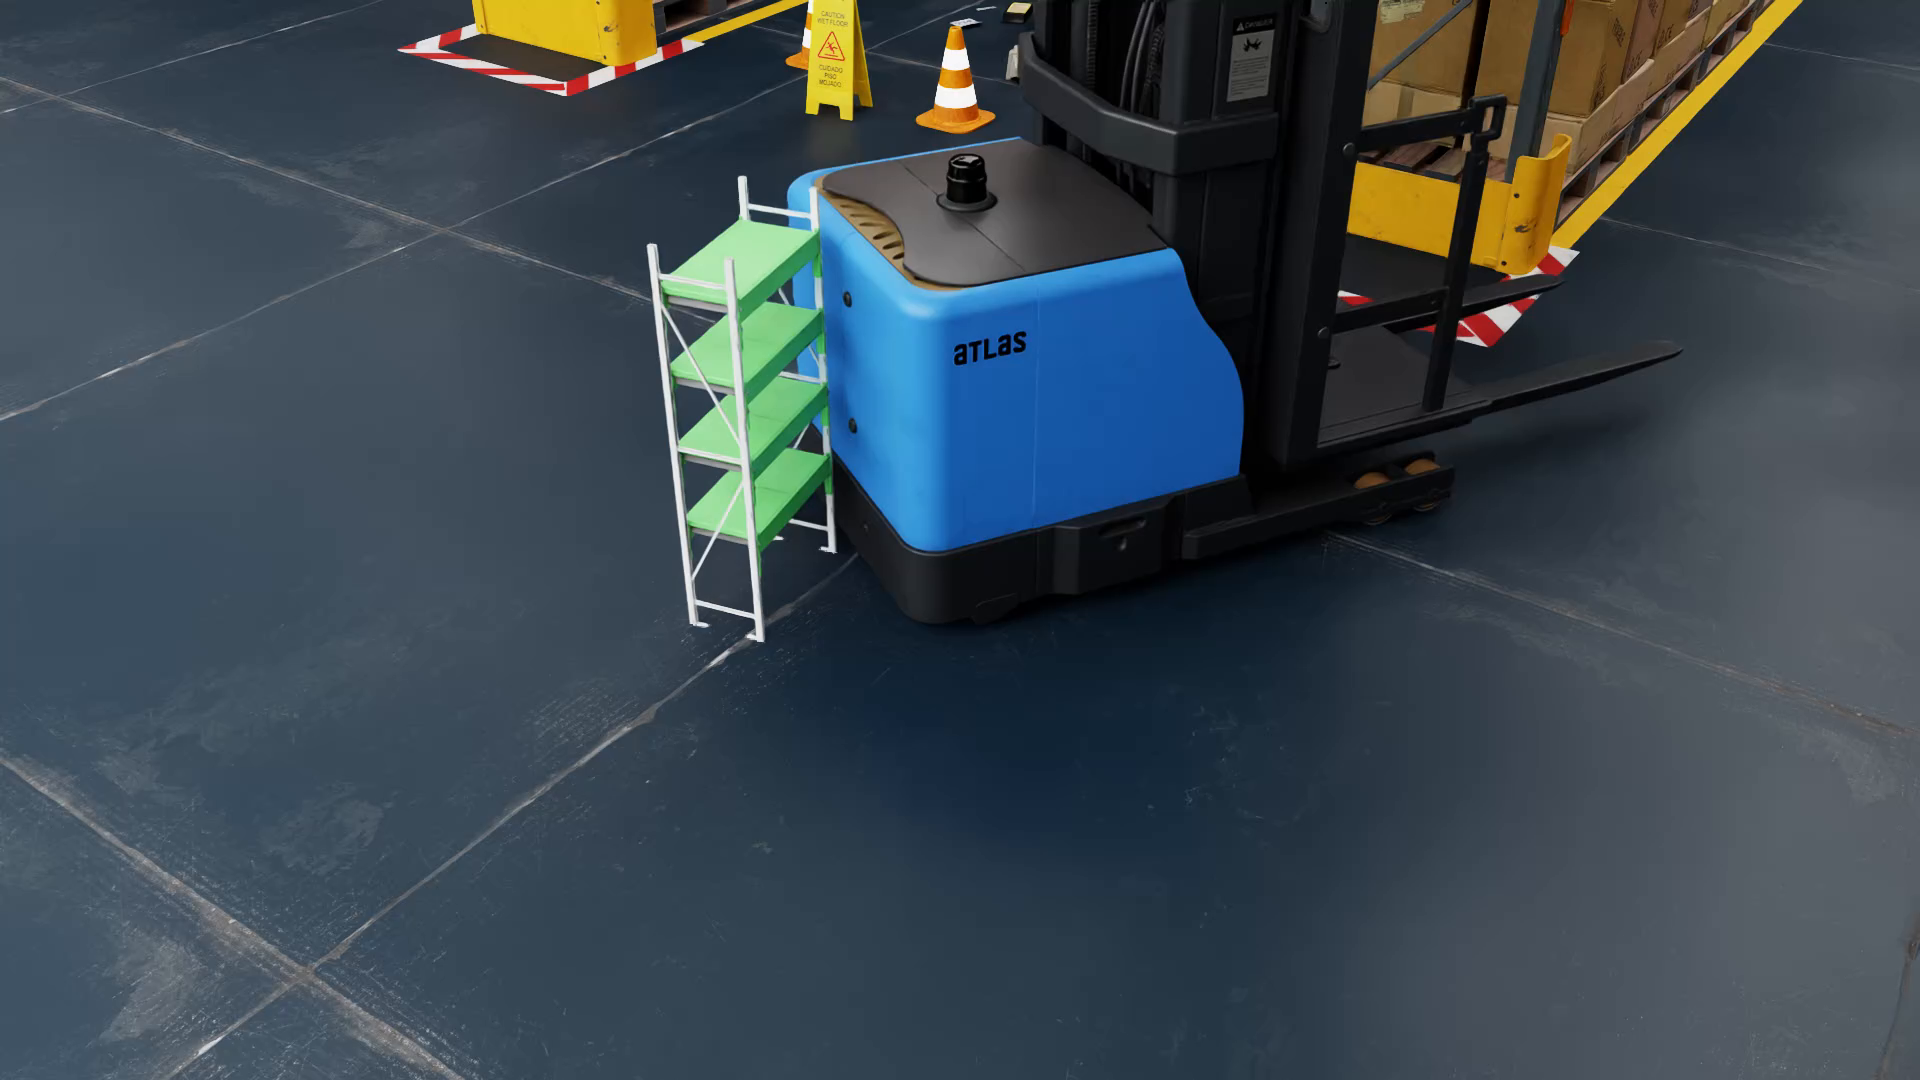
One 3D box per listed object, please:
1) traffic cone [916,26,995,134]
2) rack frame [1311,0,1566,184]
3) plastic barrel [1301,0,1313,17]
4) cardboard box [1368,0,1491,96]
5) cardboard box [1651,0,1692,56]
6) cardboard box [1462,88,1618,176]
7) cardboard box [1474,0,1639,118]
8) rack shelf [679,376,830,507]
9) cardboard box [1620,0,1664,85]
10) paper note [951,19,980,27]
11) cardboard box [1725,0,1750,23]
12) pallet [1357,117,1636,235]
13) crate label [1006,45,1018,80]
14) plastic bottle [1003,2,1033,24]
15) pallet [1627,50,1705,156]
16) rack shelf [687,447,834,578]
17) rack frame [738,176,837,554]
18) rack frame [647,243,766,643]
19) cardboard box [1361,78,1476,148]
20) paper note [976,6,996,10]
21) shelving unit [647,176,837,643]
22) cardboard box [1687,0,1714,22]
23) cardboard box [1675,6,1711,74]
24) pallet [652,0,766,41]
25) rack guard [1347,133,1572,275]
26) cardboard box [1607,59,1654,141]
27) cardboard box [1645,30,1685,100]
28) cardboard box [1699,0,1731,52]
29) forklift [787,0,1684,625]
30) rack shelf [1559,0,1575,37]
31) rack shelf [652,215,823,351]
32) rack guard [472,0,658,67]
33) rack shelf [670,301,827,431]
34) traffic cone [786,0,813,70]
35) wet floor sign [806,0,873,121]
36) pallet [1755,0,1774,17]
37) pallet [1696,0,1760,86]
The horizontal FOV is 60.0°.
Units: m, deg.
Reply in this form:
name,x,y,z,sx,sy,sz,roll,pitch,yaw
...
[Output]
name,x,y,z,sx,sy,sz,roll,pitch,yaw
traffic cone,-0.021,-2.309,8.251,0.336,0.463,0.334,21,39,28
rack frame,1.899,-2.552,6.346,1.000,3.000,0.127,21,39,28
plastic barrel,1.833,-2.919,9.188,0.421,0.421,0.512,-9,35,-13
cardboard box,2.142,-2.349,7.457,0.500,0.500,0.500,22,40,28
cardboard box,3.186,-2.662,7.919,0.500,0.500,0.500,22,40,29
cardboard box,2.586,-1.870,7.417,0.500,0.250,0.500,21,39,28
cardboard box,2.599,-2.192,7.223,0.500,0.500,0.500,20,39,27
rack shelf,-0.588,-0.302,4.739,0.258,0.148,0.480,12,36,18
cardboard box,2.894,-2.434,7.581,0.500,0.500,0.500,20,39,27
paper note,0.040,-3.016,9.684,0.142,0.017,0.144,-22,40,-29
cardboard box,4.063,-3.070,9.191,0.500,0.250,0.500,23,40,30
pallet,2.435,-1.794,7.715,1.003,0.211,1.213,21,39,28
crate label,0.376,-2.556,8.907,0.250,0.136,0.298,3,34,4
plastic bottle,0.350,-3.119,9.807,0.133,0.061,0.283,8,35,12
pallet,3.131,-2.353,8.542,1.003,0.211,1.213,21,39,28
rack shelf,-0.588,-0.103,4.874,0.258,0.148,0.480,12,36,18
rack frame,-0.499,-0.482,4.892,0.240,1.200,0.015,12,36,18
rack frame,-0.678,-0.228,4.516,0.240,1.200,0.015,12,36,18
cardboard box,2.153,-2.056,7.692,0.500,0.250,0.500,21,39,28
paper note,0.155,-3.178,9.940,0.123,0.001,0.032,-15,37,-21
shelving unit,-0.588,-0.355,4.704,0.258,1.200,0.503,12,36,18
cardboard box,3.484,-2.911,8.286,0.500,0.500,0.500,24,41,31
cardboard box,3.474,-2.589,8.480,0.500,0.250,0.500,22,40,29
pallet,-1.834,-3.324,9.977,1.003,0.211,1.213,21,39,28
rack guard,1.942,-1.551,7.098,1.175,0.500,0.348,21,39,28
cardboard box,2.883,-2.102,7.761,0.500,0.250,0.500,23,40,30
cardboard box,3.184,-2.357,8.138,0.500,0.250,0.500,24,41,31
cardboard box,3.768,-2.821,8.824,0.500,0.250,0.500,20,39,27
forklift,1.032,-1.516,4.875,3.031,2.935,1.130,-14,37,-20
rack shelf,3.039,-3.174,7.908,1.077,0.370,4.000,21,39,28
rack shelf,-0.588,-0.699,4.470,0.258,0.148,0.480,12,36,18
rack guard,-2.239,-3.040,9.299,1.175,0.500,0.348,21,39,28
rack shelf,-0.588,-0.501,4.605,0.258,0.148,0.480,12,36,18
traffic cone,-0.756,-2.826,9.017,0.336,0.463,0.334,21,39,28
wet floor sign,-0.615,-2.465,8.320,0.267,0.644,0.232,14,37,20
pallet,4.622,-3.596,10.380,1.003,0.211,1.213,21,39,28
pallet,3.826,-2.917,9.375,1.003,0.211,1.213,21,39,28
